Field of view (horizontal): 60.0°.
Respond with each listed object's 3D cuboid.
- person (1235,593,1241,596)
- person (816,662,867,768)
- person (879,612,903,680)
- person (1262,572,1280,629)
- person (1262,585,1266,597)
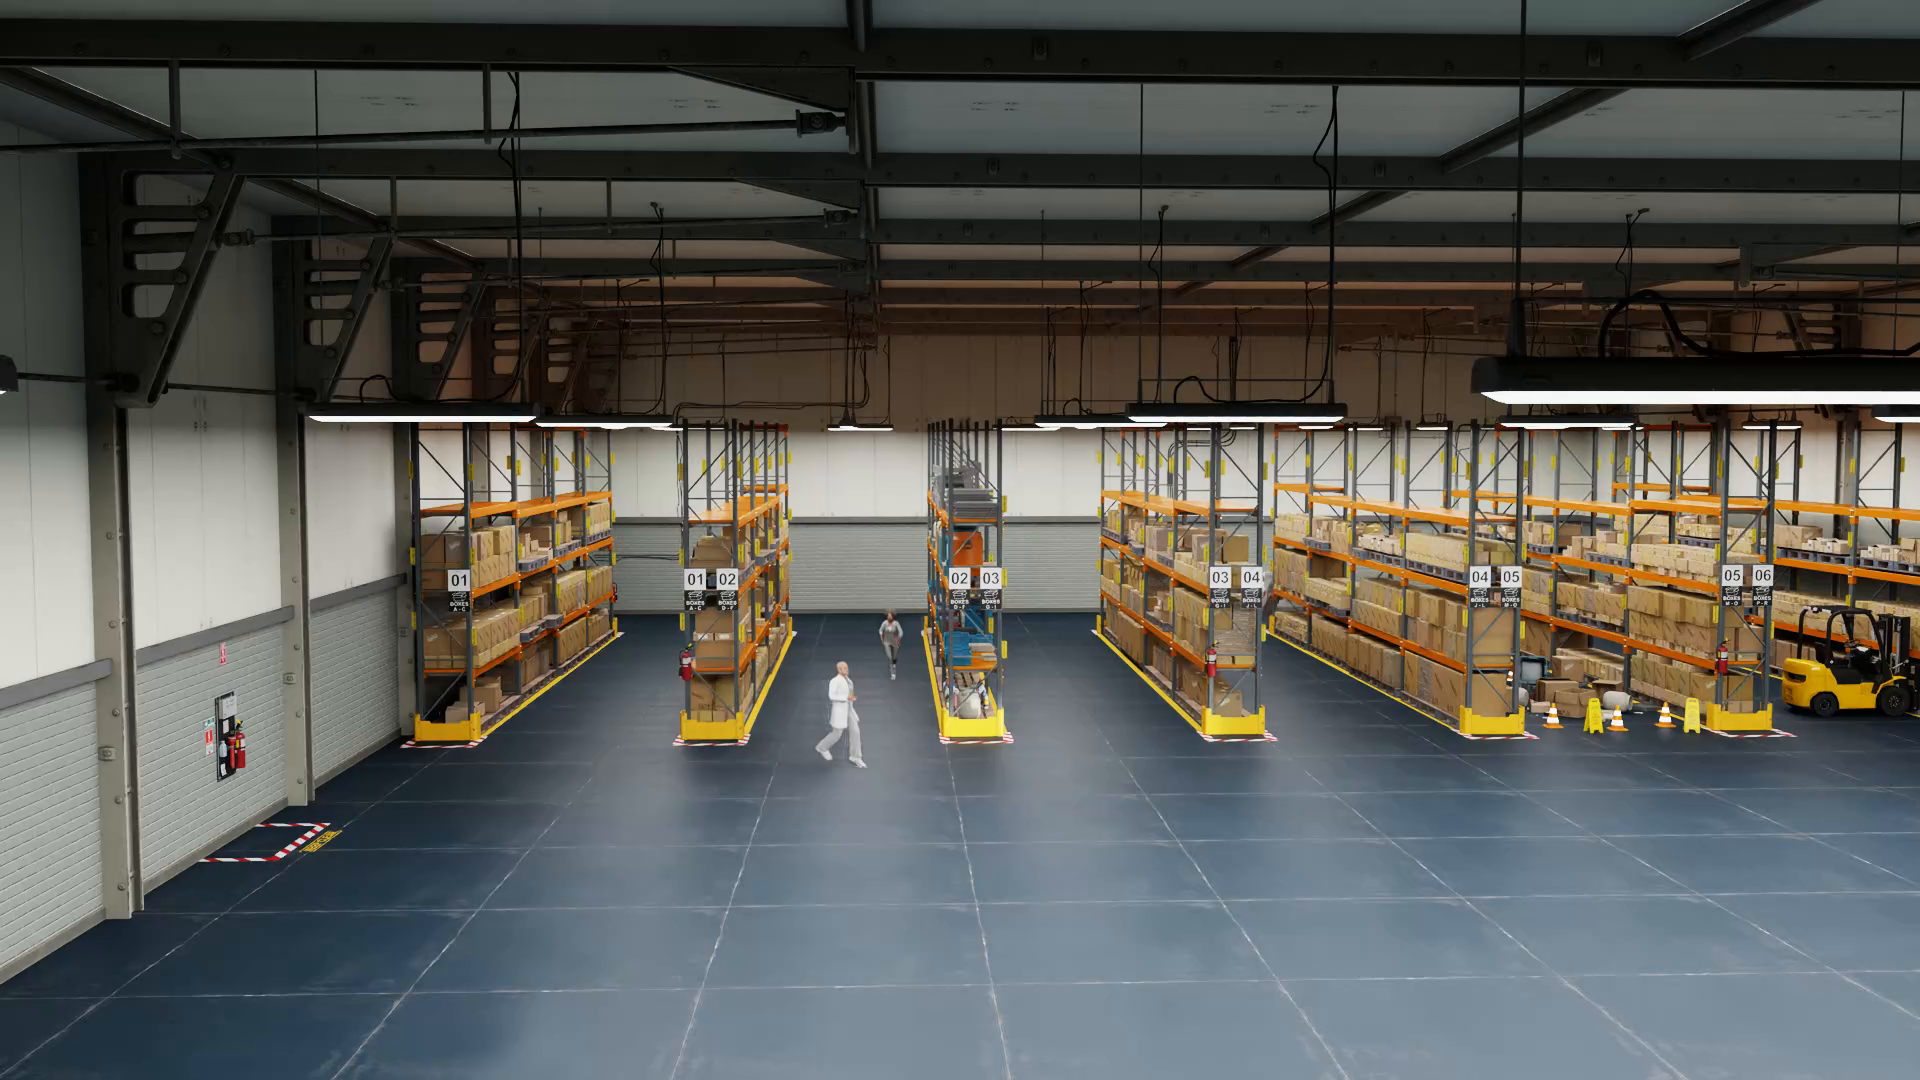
[{"bbox_3d":[7.712,1.843,47.013,0.687,1.774,0.865,1,4,17],"label":"person"},{"bbox_3d":[-2.068,3.006,28.673,1.015,1.836,0.701,2,4,31],"label":"person"},{"bbox_3d":[-1.625,2.456,39.032,0.559,1.576,0.695,0,4,0],"label":"person"},{"bbox_3d":[9.166,1.764,48.866,0.512,1.672,0.638,-1,4,-9],"label":"person"},{"bbox_3d":[8.574,1.774,48.962,0.691,1.691,0.794,0,4,-3],"label":"person"}]
